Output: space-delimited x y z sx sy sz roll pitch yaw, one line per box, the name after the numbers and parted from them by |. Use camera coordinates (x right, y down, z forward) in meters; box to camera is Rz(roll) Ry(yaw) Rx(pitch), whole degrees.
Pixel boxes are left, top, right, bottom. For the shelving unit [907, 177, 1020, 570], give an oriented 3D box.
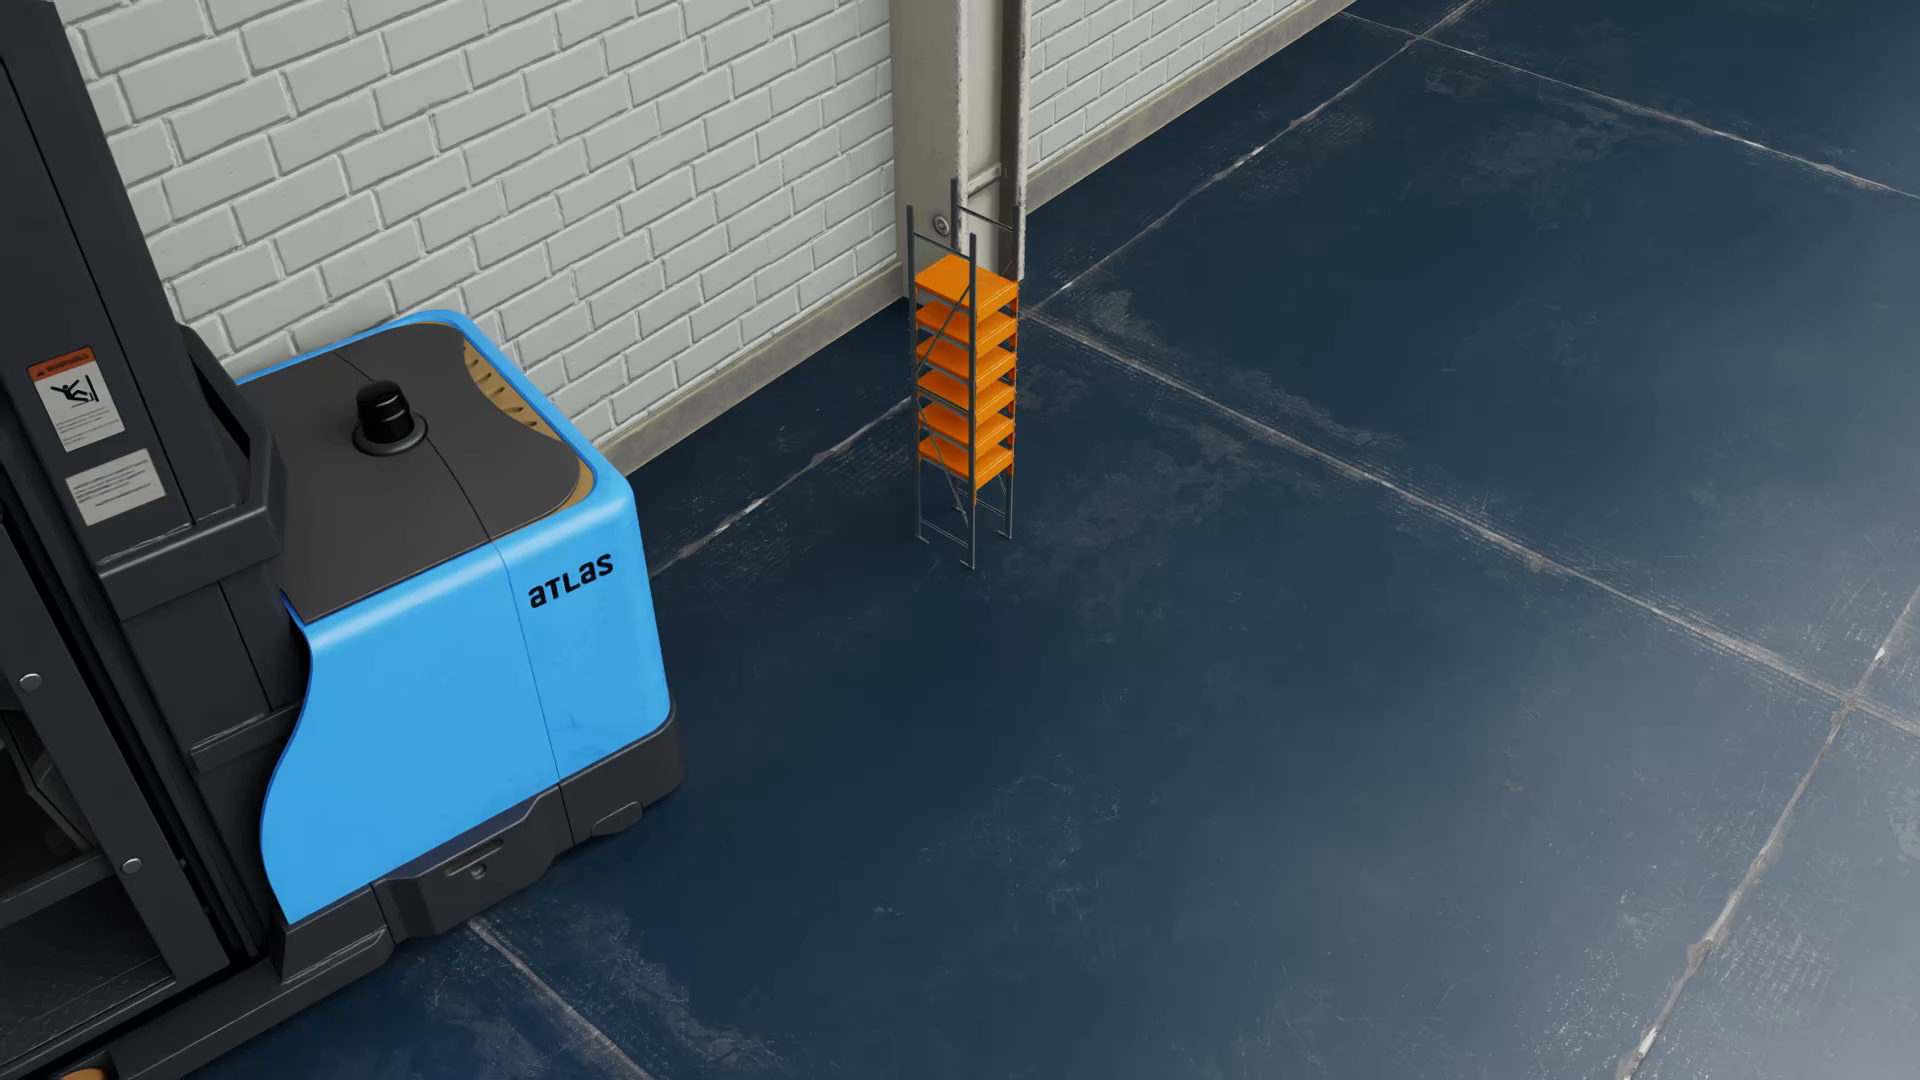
0.009 -0.451 4.855 0.258 1.200 0.189 29 50 28 | shelving unit

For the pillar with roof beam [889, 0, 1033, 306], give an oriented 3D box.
3.299 -2.438 1.242 9.100 9.000 0.400 29 50 28 | pillar with roof beam

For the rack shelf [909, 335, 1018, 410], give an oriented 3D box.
0.009 -0.507 4.804 0.258 0.103 0.180 29 50 28 | rack shelf

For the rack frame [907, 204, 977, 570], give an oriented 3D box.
-0.050 -0.404 4.803 0.240 1.200 0.006 29 50 28 | rack frame

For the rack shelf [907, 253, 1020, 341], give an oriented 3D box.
0.009 -0.685 4.642 0.258 0.103 0.180 29 50 28 | rack shelf

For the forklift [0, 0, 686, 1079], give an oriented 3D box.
-2.210 -0.054 3.130 3.031 2.935 1.130 -28 49 -27 | forklift

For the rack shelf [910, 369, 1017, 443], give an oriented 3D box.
0.009 -0.419 4.884 0.258 0.103 0.180 29 50 28 | rack shelf

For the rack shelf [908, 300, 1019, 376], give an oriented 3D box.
0.009 -0.596 4.723 0.258 0.103 0.180 29 50 28 | rack shelf

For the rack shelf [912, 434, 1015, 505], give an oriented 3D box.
0.009 -0.241 5.046 0.258 0.103 0.180 29 50 28 | rack shelf

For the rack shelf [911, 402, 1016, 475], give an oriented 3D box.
0.009 -0.330 4.965 0.258 0.103 0.180 29 50 28 | rack shelf

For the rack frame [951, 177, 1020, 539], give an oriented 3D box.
0.068 -0.498 4.906 0.240 1.200 0.006 29 50 28 | rack frame
